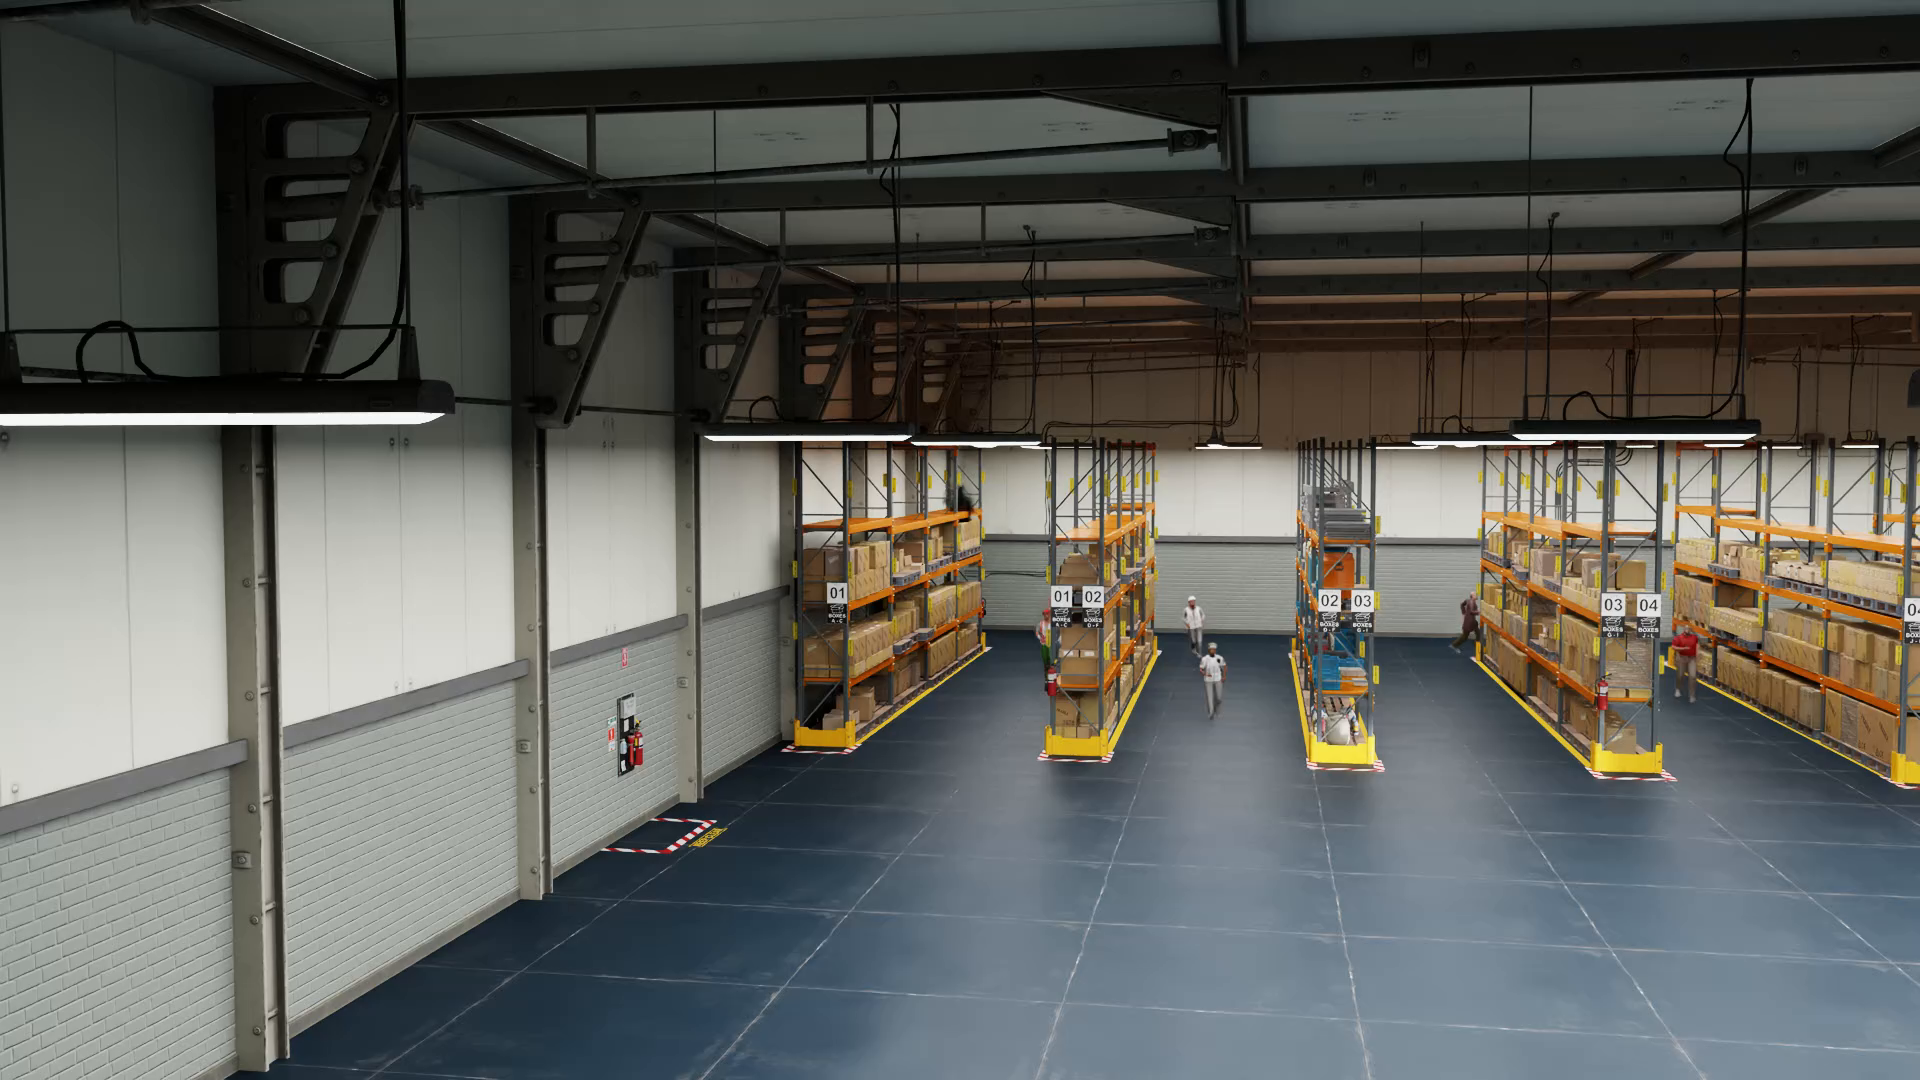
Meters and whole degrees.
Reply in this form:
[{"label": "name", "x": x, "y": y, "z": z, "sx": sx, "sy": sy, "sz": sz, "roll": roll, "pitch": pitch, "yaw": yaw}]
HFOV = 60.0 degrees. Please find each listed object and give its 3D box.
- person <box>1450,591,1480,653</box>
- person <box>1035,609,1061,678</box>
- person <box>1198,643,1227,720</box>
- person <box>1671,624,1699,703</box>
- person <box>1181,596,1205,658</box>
[{"label": "person", "x": 14.339, "y": 2.363, "z": 46.950, "sx": 0.977, "sy": 1.831, "sz": 0.745, "roll": 1, "pitch": 3, "yaw": 15}, {"label": "person", "x": 2.209, "y": 2.603, "z": 41.537, "sx": 0.688, "sy": 1.730, "sz": 0.752, "roll": 1, "pitch": 3, "yaw": 17}, {"label": "person", "x": 5.394, "y": 3.017, "z": 35.381, "sx": 0.624, "sy": 1.666, "sz": 0.528, "roll": 0, "pitch": 3, "yaw": 0}, {"label": "person", "x": 16.731, "y": 2.827, "z": 38.349, "sx": 0.664, "sy": 1.793, "sz": 0.814, "roll": 0, "pitch": 3, "yaw": 9}, {"label": "person", "x": 6.501, "y": 2.427, "z": 46.251, "sx": 0.681, "sy": 1.719, "sz": 0.590, "roll": 0, "pitch": 3, "yaw": -4}]
